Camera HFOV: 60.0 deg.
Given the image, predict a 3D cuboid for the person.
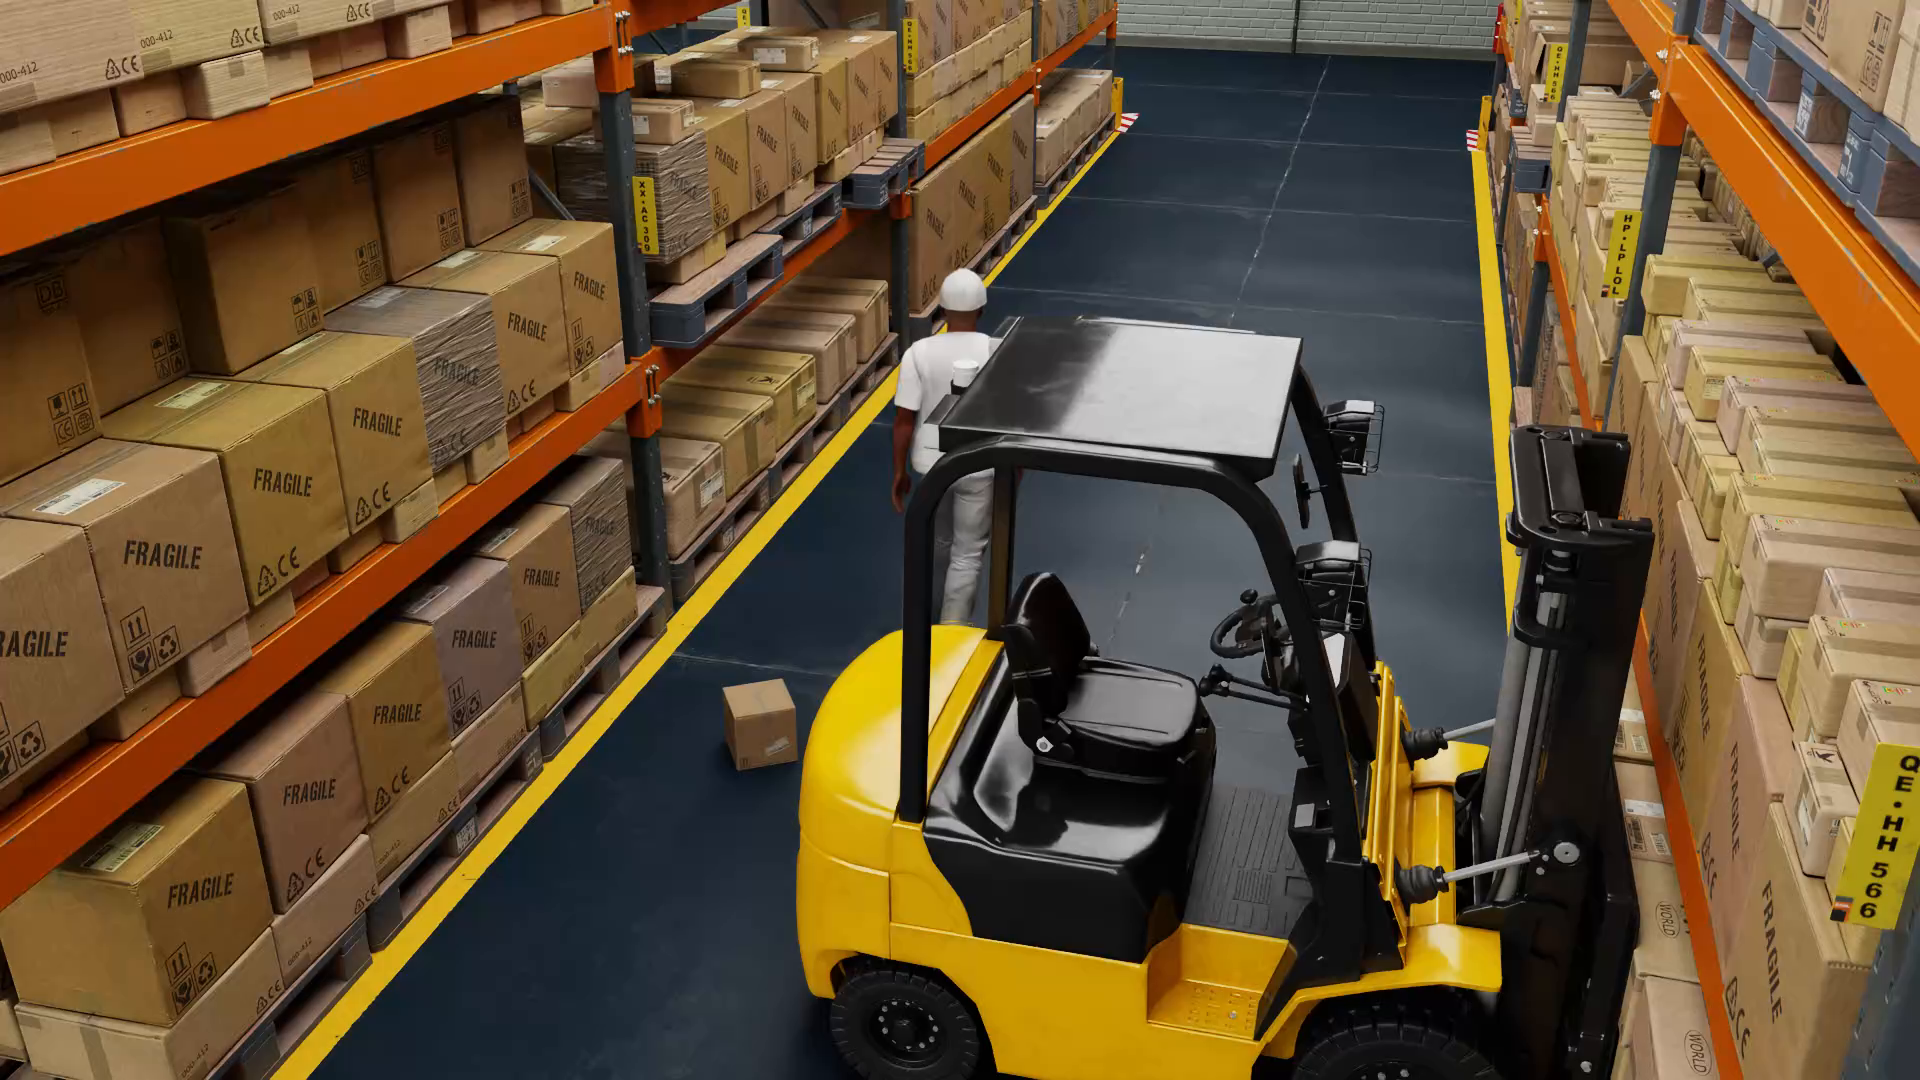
[{"bbox_3d":[0.017,-0.359,7.371,0.575,1.709,1.099,5,26,10],"label":"person"}]
